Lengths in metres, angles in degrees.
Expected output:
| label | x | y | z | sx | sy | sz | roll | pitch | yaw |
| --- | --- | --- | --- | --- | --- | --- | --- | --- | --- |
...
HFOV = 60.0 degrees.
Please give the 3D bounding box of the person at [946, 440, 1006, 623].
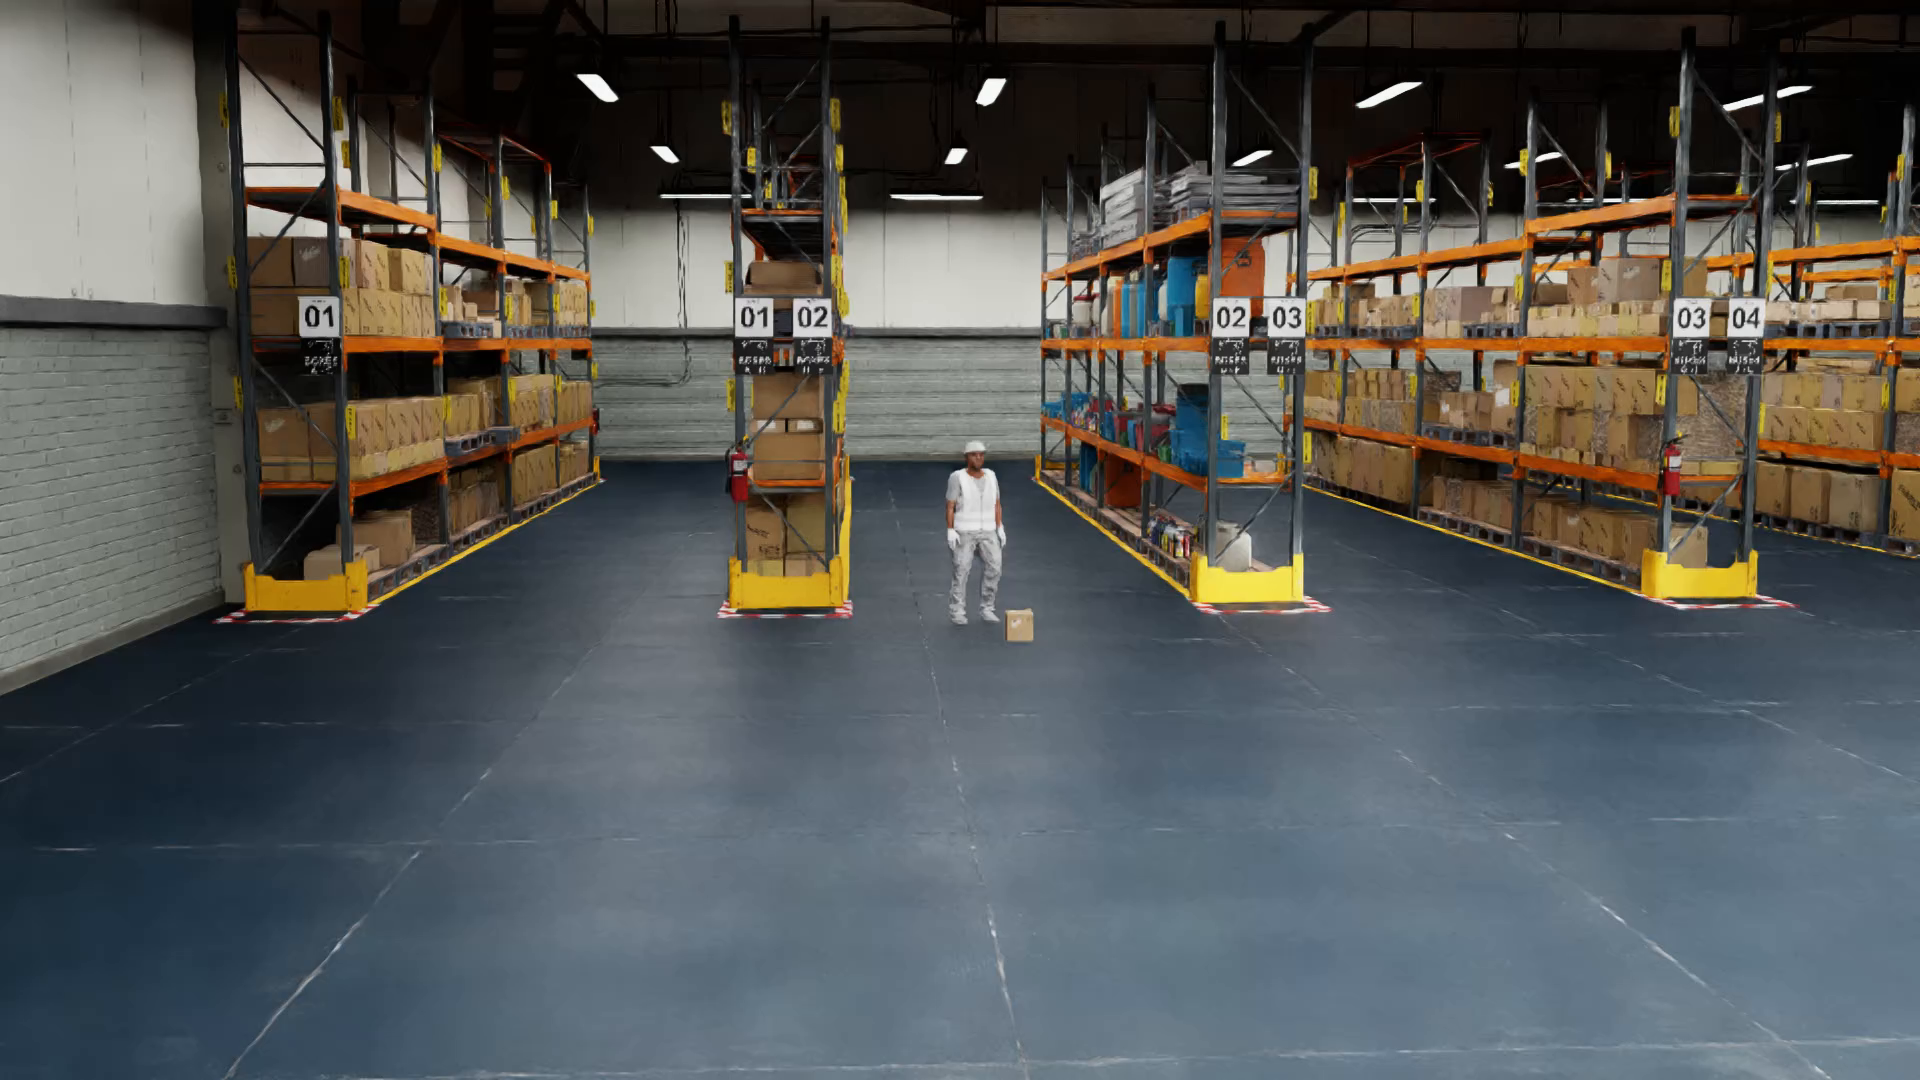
| label | x | y | z | sx | sy | sz | roll | pitch | yaw |
| --- | --- | --- | --- | --- | --- | --- | --- | --- | --- |
| person | 0.150 | -0.081 | 16.169 | 0.612 | 1.782 | 0.345 | -3 | 7 | -24 |
